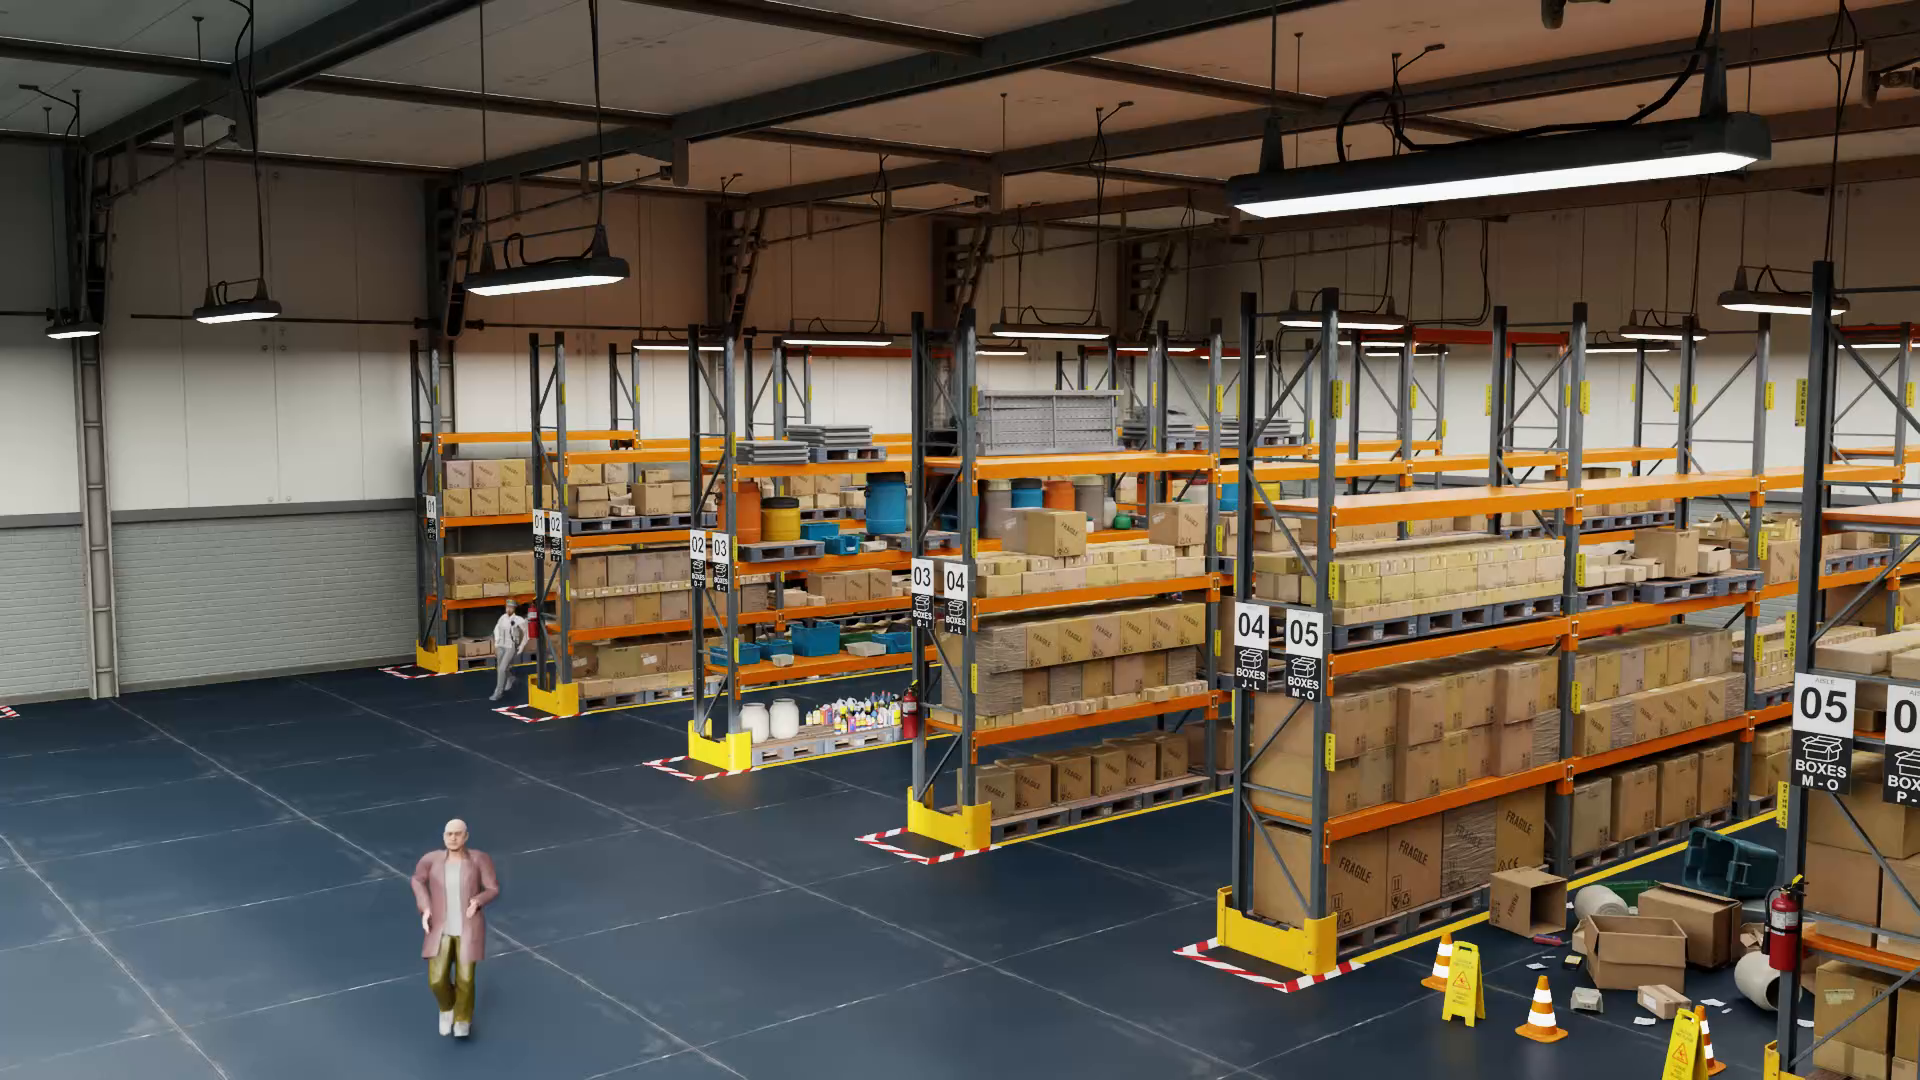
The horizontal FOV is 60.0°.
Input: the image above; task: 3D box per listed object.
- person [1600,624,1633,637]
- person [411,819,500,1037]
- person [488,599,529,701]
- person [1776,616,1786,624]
[{"bbox_3d":[9.924,2.003,25.092,0.800,1.793,0.646,-5,7,-44],"label":"person"},{"bbox_3d":[-3.983,3.081,13.077,0.695,1.745,0.642,-1,5,-10],"label":"person"},{"bbox_3d":[-7.438,1.790,27.583,0.687,1.666,0.788,2,6,19],"label":"person"},{"bbox_3d":[12.575,1.998,25.340,0.831,1.646,0.577,-3,6,-32],"label":"person"}]
